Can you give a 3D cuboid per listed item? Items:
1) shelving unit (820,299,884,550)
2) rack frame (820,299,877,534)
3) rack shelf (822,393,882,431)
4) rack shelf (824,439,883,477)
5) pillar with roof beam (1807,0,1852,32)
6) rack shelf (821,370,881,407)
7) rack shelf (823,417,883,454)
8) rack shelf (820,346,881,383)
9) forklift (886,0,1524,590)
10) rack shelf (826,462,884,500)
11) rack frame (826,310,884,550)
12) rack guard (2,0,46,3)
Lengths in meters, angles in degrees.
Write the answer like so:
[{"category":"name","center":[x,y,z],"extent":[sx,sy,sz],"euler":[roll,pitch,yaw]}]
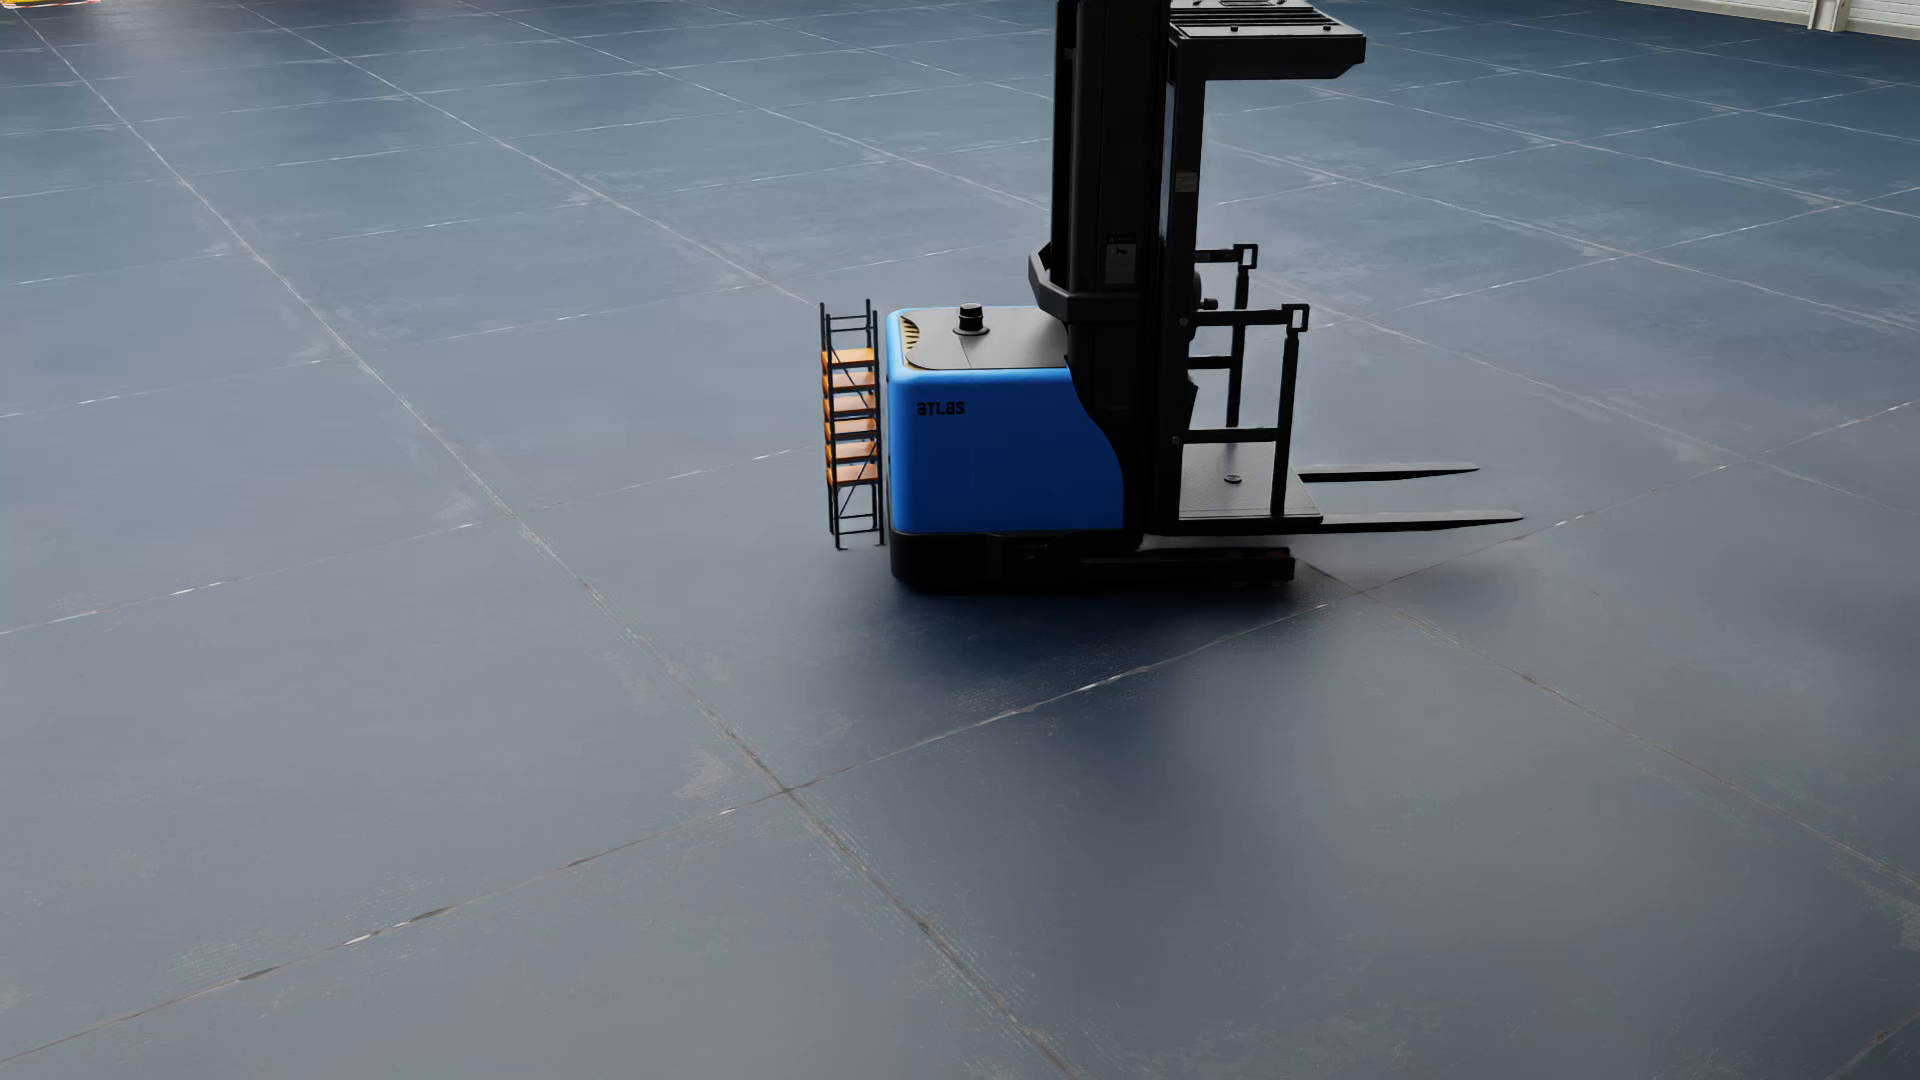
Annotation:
[{"category":"shelving unit","center":[-0.516,-0.545,7.998],"extent":[0.258,1.200,0.189],"euler":[-6,26,-12]},{"category":"rack frame","center":[-0.537,-0.583,8.078],"extent":[0.240,1.200,0.006],"euler":[-6,26,-12]},{"category":"rack shelf","center":[-0.517,-0.614,7.965],"extent":[0.258,0.103,0.180],"euler":[-6,26,-12]},{"category":"rack shelf","center":[-0.515,-0.397,8.068],"extent":[0.258,0.103,0.180],"euler":[-6,26,-12]},{"category":"pillar with roof beam","center":[8.689,-10.310,19.549],"extent":[9.100,9.000,0.400],"euler":[-16,29,-30]},{"category":"rack shelf","center":[-0.518,-0.722,7.914],"extent":[0.258,0.103,0.180],"euler":[-6,26,-12]},{"category":"rack shelf","center":[-0.516,-0.505,8.017],"extent":[0.258,0.103,0.180],"euler":[-6,26,-12]},{"category":"rack shelf","center":[-0.519,-0.831,7.862],"extent":[0.258,0.103,0.180],"euler":[-6,26,-12]},{"category":"forklift","center":[1.165,-1.328,7.630],"extent":[3.031,2.935,1.130],"euler":[-2,25,-3]},{"category":"rack shelf","center":[-0.514,-0.288,8.119],"extent":[0.258,0.103,0.180],"euler":[-6,26,-12]},{"category":"rack frame","center":[-0.496,-0.507,7.917],"extent":[0.240,1.200,0.006],"euler":[-6,26,-12]},{"category":"rack guard","center":[-14.596,-8.844,26.398],"extent":[1.175,0.500,0.348],"euler":[-16,29,-30]}]
